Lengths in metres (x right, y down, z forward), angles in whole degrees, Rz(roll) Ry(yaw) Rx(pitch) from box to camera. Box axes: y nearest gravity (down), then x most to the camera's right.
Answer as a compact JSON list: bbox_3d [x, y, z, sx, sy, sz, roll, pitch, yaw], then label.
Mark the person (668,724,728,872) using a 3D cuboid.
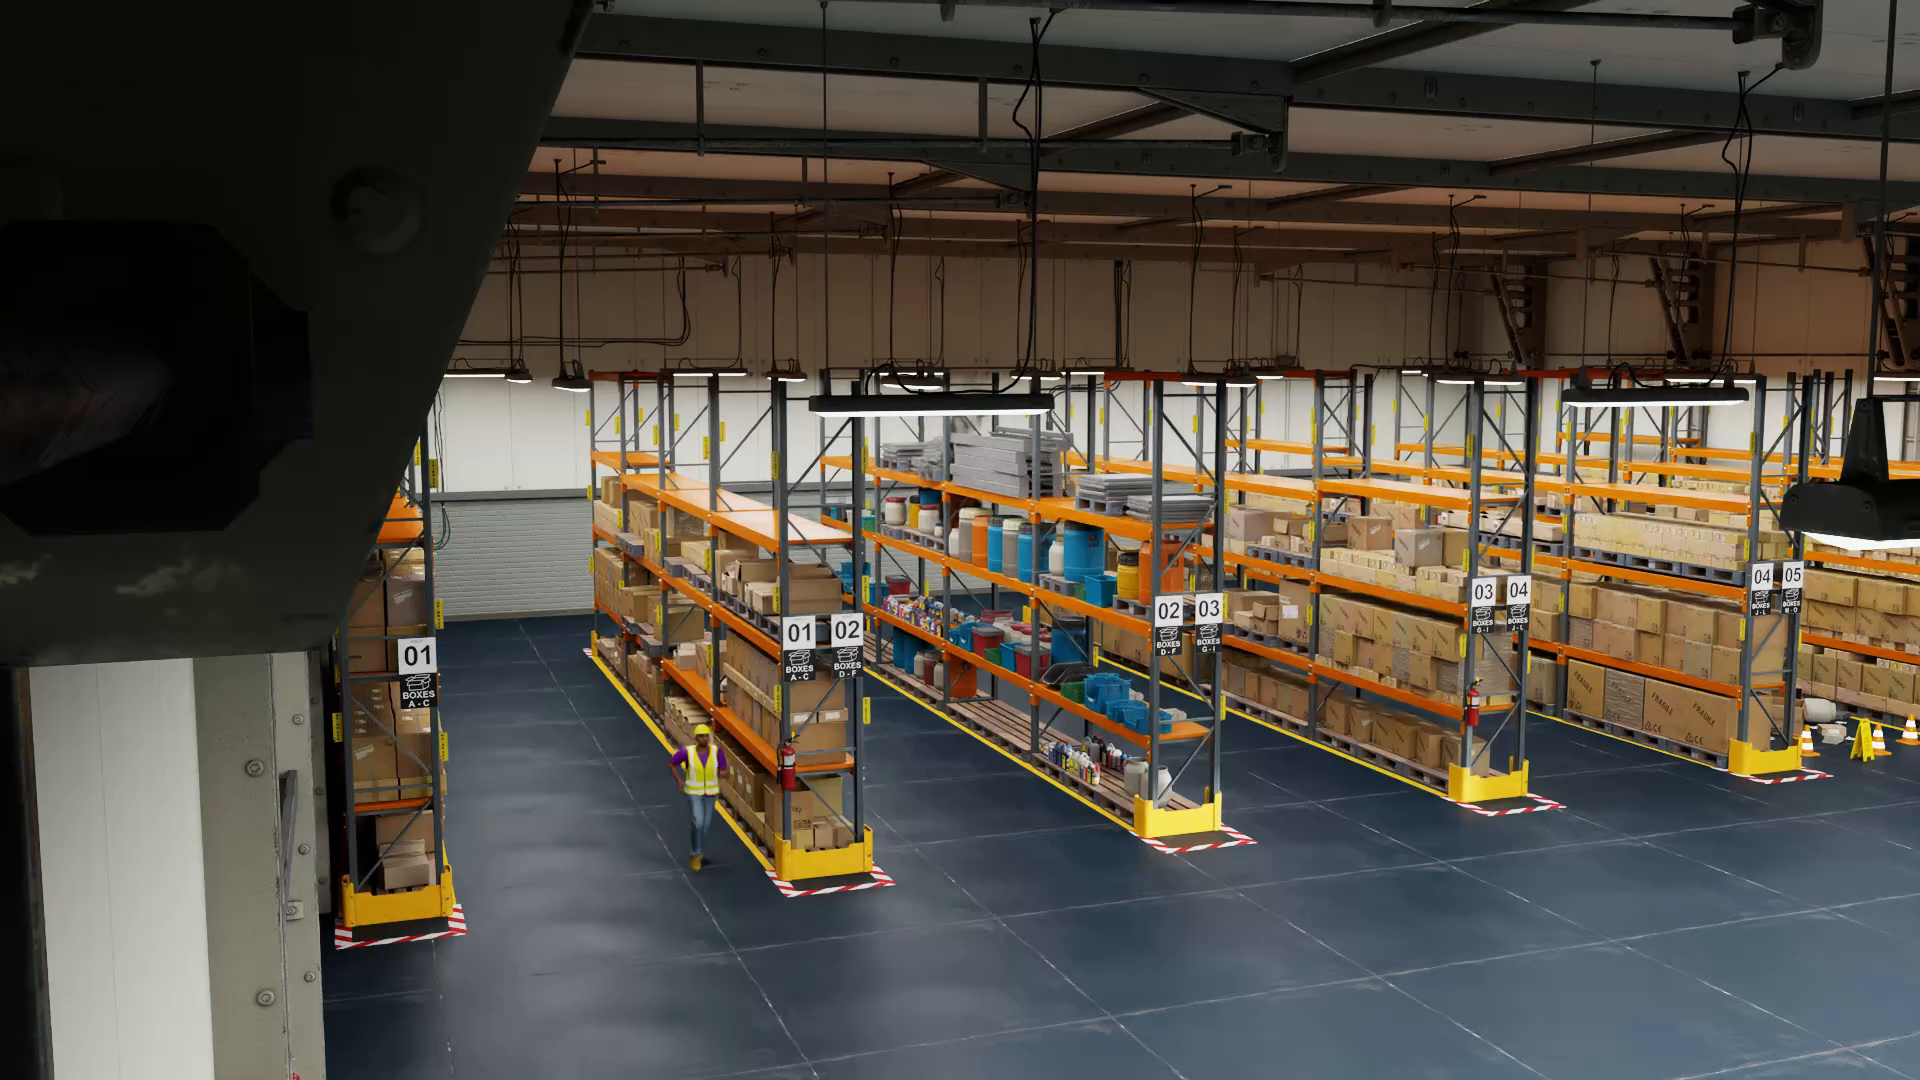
[{"bbox_3d":[-3.195,3.169,20.573,0.681,1.800,0.732,-3,7,-26],"label":"person"}]
